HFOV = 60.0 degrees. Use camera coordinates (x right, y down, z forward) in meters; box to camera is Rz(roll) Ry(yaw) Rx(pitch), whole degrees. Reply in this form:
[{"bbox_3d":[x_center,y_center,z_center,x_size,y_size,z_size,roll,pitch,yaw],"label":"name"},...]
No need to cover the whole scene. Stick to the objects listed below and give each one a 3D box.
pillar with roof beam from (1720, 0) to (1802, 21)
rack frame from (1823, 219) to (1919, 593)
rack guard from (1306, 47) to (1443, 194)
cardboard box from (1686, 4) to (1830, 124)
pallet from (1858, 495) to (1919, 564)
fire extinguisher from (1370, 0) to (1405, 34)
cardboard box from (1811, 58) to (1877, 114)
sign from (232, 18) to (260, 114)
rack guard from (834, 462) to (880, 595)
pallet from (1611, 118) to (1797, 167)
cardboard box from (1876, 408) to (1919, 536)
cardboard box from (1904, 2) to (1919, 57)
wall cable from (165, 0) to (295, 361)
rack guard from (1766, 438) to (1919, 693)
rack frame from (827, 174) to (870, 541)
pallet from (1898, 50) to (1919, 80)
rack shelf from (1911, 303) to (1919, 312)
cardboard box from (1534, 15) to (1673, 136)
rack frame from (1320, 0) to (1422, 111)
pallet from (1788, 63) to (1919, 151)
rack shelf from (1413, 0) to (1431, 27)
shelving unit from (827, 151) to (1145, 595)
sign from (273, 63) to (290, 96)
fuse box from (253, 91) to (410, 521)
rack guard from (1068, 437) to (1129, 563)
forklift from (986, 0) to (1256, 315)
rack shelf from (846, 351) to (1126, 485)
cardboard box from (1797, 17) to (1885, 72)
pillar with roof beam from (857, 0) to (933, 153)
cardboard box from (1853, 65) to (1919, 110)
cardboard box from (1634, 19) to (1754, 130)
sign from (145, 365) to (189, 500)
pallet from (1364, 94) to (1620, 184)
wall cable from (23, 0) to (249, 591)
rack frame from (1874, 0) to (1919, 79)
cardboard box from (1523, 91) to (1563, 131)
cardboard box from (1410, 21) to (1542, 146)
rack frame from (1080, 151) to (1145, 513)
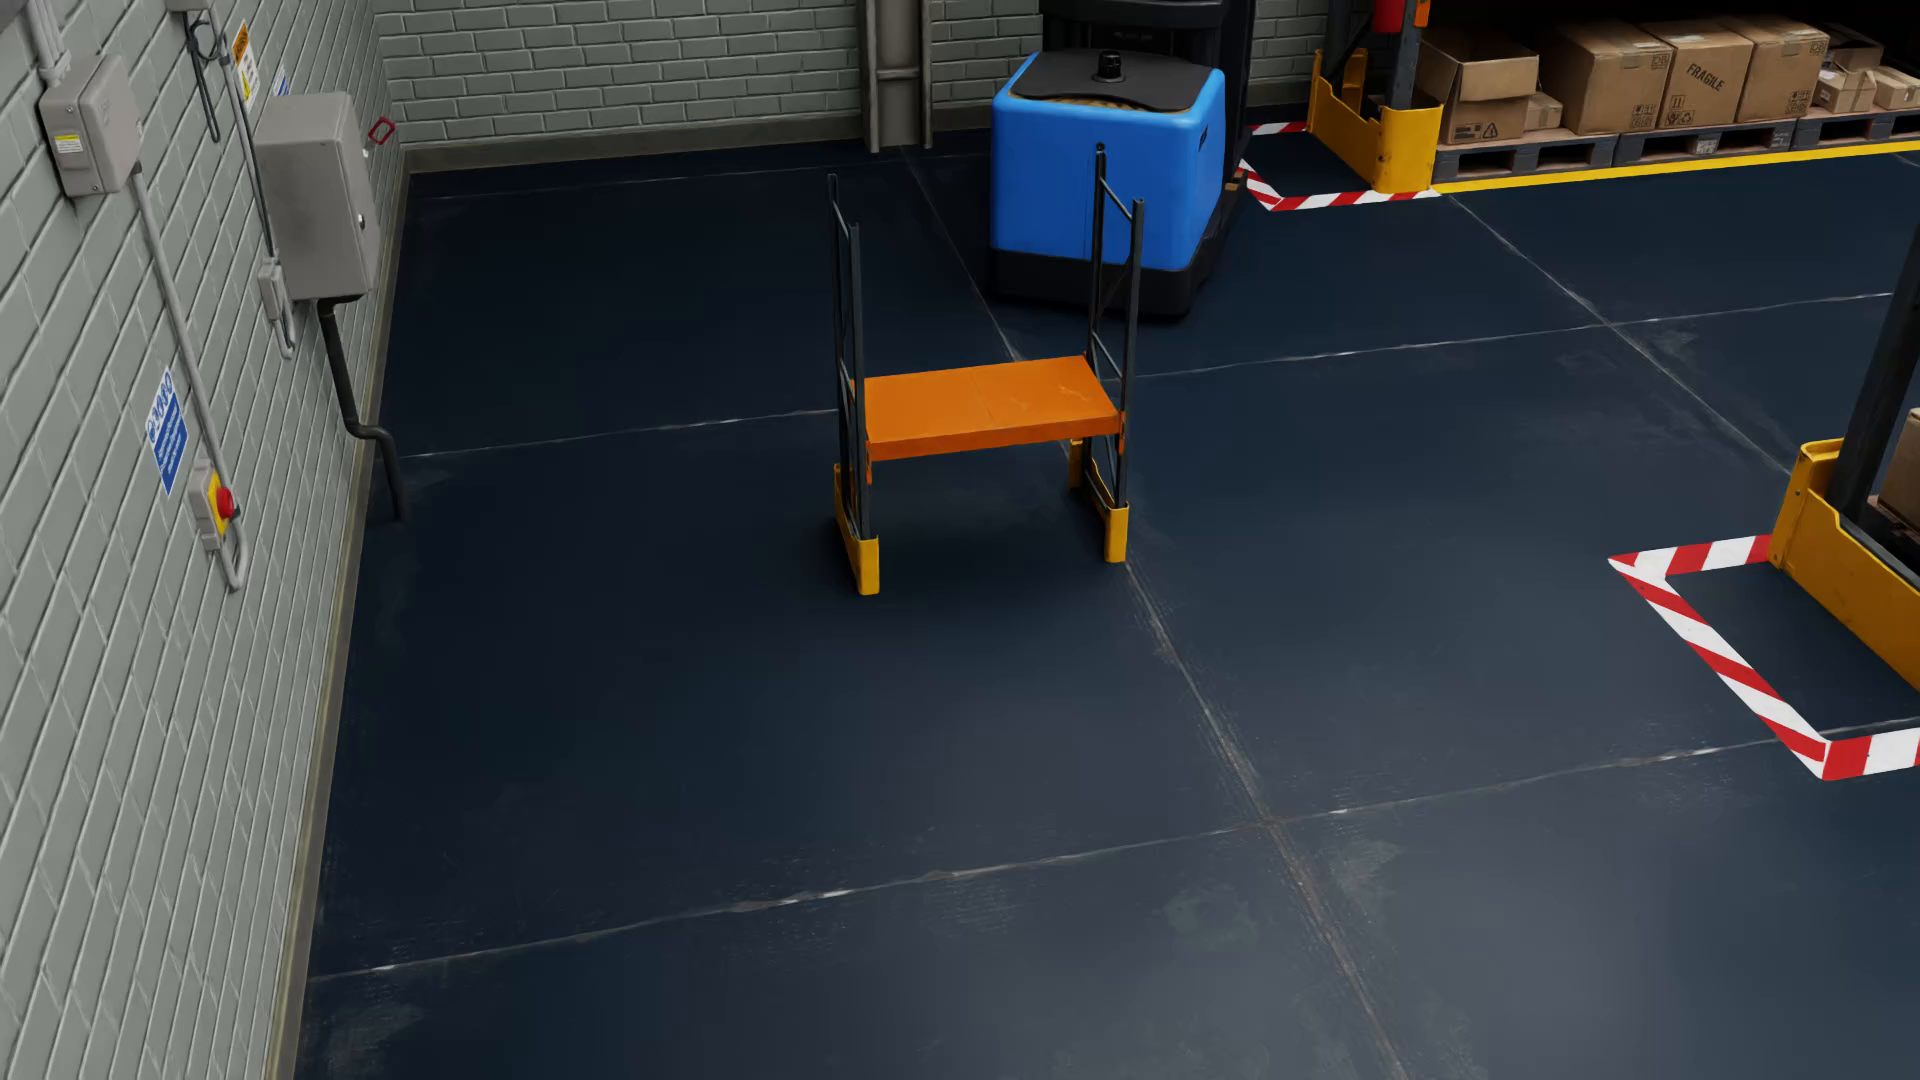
[{"bbox_3d":[6.404,-4.649,5.602,0.400,9.000,9.100,-7,35,-11],"label":"pillar with roof beam"},{"bbox_3d":[3.529,-0.904,5.406,0.127,3.000,1.000,-7,35,-11],"label":"rack frame"},{"bbox_3d":[2.505,-2.573,10.136,0.348,0.500,1.175,-7,35,-11],"label":"rack guard"},{"bbox_3d":[4.903,-2.973,10.355,0.500,0.500,0.700,-8,35,-12],"label":"cardboard box"},{"bbox_3d":[4.292,0.113,6.393,1.213,0.211,1.003,-7,35,-11],"label":"pallet"},{"bbox_3d":[2.389,-3.145,9.149,0.183,0.674,0.296,-7,35,-11],"label":"fire extinguisher"},{"bbox_3d":[5.505,-2.860,10.397,0.258,0.266,0.396,-6,34,-9],"label":"cardboard box"},{"bbox_3d":[-2.476,-1.646,5.769,0.001,0.242,0.339,-7,35,-11],"label":"sign"},{"bbox_3d":[-0.411,-0.052,6.603,0.087,0.250,0.587,-7,35,-11],"label":"rack guard"},{"bbox_3d":[4.470,-2.700,10.584,1.213,0.211,1.003,-7,35,-11],"label":"pallet"},{"bbox_3d":[4.151,-0.150,6.205,0.875,0.438,0.875,-8,35,-12],"label":"cardboard box"},{"bbox_3d":[6.746,-3.451,11.067,0.500,0.500,0.500,-7,35,-11],"label":"cardboard box"},{"bbox_3d":[-2.290,-1.390,5.217,0.122,1.984,0.588,-7,35,-11],"label":"wall cable"},{"bbox_3d":[3.506,0.136,6.098,0.348,0.500,1.175,-7,35,-11],"label":"rack guard"},{"bbox_3d":[-0.413,-0.571,6.255,0.032,1.500,0.500,-7,35,-11],"label":"rack frame"},{"bbox_3d":[7.117,-3.056,11.115,1.213,0.211,1.003,-7,35,-11],"label":"pallet"},{"bbox_3d":[5.480,-0.852,5.973,4.000,0.370,1.077,-7,35,-11],"label":"rack shelf"},{"bbox_3d":[3.890,-2.846,10.165,0.500,0.500,0.700,-6,34,-9],"label":"cardboard box"},{"bbox_3d":[2.431,-3.602,9.425,0.127,3.000,1.000,-7,35,-11],"label":"rack frame"},{"bbox_3d":[5.662,-2.852,10.810,1.213,0.211,1.003,-7,35,-11],"label":"pallet"},{"bbox_3d":[4.381,-3.549,9.992,4.000,0.370,1.077,-7,35,-11],"label":"rack shelf"},{"bbox_3d":[0.074,-0.632,6.346,1.083,1.500,0.587,-7,35,-11],"label":"shelving unit"},{"bbox_3d":[-2.598,-1.562,6.471,0.001,0.494,0.329,-7,35,-11],"label":"sign"},{"bbox_3d":[-2.287,-0.823,6.441,0.414,1.711,0.539,-7,35,-11],"label":"fuse box"},{"bbox_3d":[0.560,-0.174,6.786,0.087,0.250,0.587,-7,35,-11],"label":"rack guard"},{"bbox_3d":[1.051,-3.153,8.819,1.130,2.935,3.031,10,35,14],"label":"forklift"},{"bbox_3d":[0.083,-0.484,6.448,1.000,0.185,0.538,-7,35,-11],"label":"rack shelf"},{"bbox_3d":[5.635,-3.199,10.861,0.500,0.311,0.500,-6,34,-9],"label":"cardboard box"},{"bbox_3d":[0.552,-3.911,4.503,0.400,9.000,9.100,-7,35,-11],"label":"pillar with roof beam"},{"bbox_3d":[5.853,-2.856,10.495,0.250,0.149,0.380,-8,35,-12],"label":"cardboard box"},{"bbox_3d":[4.428,-2.856,10.181,0.500,0.500,0.500,-7,34,-10],"label":"cardboard box"},{"bbox_3d":[-2.014,-0.277,4.228,0.001,0.218,0.327,-7,35,-11],"label":"sign"},{"bbox_3d":[3.282,-2.552,10.363,1.213,0.211,1.003,-7,35,-11],"label":"pallet"},{"bbox_3d":[-1.965,-0.633,4.062,0.123,1.953,0.585,-7,35,-11],"label":"wall cable"},{"bbox_3d":[6.332,-4.093,10.158,0.127,3.000,1.000,-7,35,-11],"label":"rack frame"},{"bbox_3d":[3.471,-2.647,10.184,0.250,0.149,0.380,-9,35,-12],"label":"cardboard box"},{"bbox_3d":[3.048,-2.763,10.039,0.637,0.503,0.797,-9,35,-12],"label":"cardboard box"},{"bbox_3d":[0.579,-0.696,6.441,0.032,1.500,0.500,-7,35,-11],"label":"rack frame"}]
